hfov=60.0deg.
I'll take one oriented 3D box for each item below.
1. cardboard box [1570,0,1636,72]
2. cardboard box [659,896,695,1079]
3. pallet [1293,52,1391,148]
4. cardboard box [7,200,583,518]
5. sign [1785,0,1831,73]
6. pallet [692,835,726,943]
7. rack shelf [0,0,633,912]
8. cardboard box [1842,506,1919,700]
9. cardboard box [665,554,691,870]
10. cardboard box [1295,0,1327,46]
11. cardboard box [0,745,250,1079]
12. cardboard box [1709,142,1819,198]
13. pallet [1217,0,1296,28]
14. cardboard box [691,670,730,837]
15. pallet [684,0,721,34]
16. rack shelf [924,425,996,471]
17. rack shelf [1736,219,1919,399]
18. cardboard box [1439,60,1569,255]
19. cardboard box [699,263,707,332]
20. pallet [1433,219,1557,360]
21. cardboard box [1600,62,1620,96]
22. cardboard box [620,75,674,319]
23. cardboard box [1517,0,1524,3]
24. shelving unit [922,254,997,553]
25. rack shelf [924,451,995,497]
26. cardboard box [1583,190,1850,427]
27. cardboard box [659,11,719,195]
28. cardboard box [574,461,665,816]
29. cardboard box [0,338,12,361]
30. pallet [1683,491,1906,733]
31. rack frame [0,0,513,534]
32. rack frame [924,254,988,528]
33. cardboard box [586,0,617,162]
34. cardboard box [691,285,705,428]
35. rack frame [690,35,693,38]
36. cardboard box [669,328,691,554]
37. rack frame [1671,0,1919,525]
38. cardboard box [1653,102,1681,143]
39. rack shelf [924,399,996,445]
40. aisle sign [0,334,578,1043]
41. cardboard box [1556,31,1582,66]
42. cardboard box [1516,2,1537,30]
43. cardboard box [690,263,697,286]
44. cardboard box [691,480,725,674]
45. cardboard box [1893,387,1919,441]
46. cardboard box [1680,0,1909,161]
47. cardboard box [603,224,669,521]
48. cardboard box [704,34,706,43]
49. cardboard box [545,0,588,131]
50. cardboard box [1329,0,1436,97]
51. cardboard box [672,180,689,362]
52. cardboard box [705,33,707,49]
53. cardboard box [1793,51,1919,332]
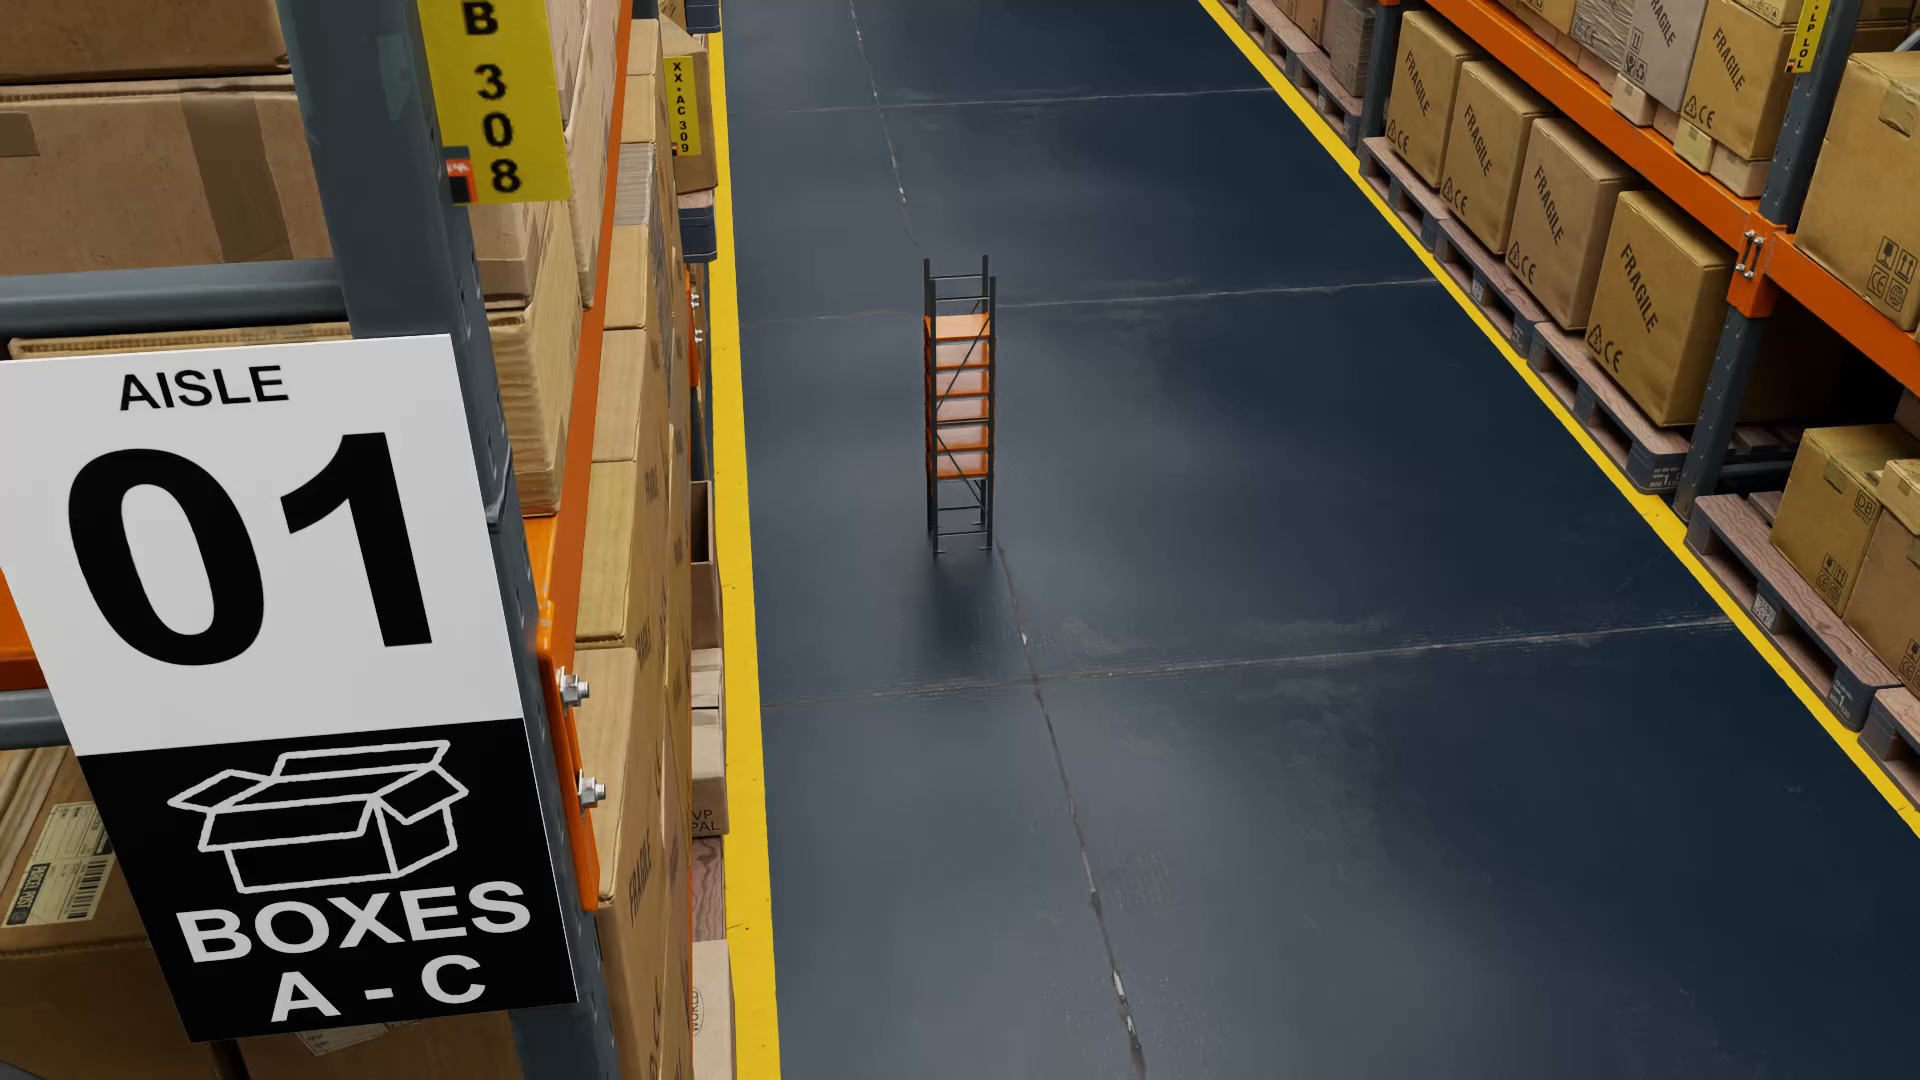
[{"bbox_3d":[3.021,-2.349,7.163,0.500,0.500,0.500,-4,35,-6],"label":"cardboard box"},{"bbox_3d":[-0.698,0.927,2.637,0.500,0.500,0.500,-4,34,-5],"label":"cardboard box"},{"bbox_3d":[2.829,-2.889,10.802,1.003,0.211,1.213,-4,35,-6],"label":"pallet"},{"bbox_3d":[-0.717,-0.247,1.919,0.500,0.250,0.500,-4,35,-6],"label":"cardboard box"},{"bbox_3d":[2.934,-1.772,5.729,0.100,0.325,0.005,-4,35,-6],"label":"sign"},{"bbox_3d":[-1.179,1.222,4.769,1.003,0.211,1.213,-4,35,-6],"label":"pallet"},{"bbox_3d":[-1.168,-0.822,3.268,1.077,0.370,4.000,-4,35,-6],"label":"rack shelf"},{"bbox_3d":[3.534,0.192,5.651,0.700,0.500,0.500,-5,35,-7],"label":"cardboard box"},{"bbox_3d":[-0.837,0.360,3.470,0.500,0.500,0.500,-4,35,-7],"label":"cardboard box"},{"bbox_3d":[2.735,-3.723,11.379,0.700,0.500,0.500,-5,35,-7],"label":"cardboard box"},{"bbox_3d":[-1.232,0.554,2.296,0.500,0.500,0.500,-5,35,-7],"label":"cardboard box"},{"bbox_3d":[3.145,-1.445,6.412,0.380,0.149,0.250,-4,34,-6],"label":"cardboard box"},{"bbox_3d":[2.501,-4.251,12.800,1.003,0.211,1.213,-4,35,-6],"label":"pallet"},{"bbox_3d":[-0.979,0.648,5.132,0.500,0.311,0.500,-4,35,-6],"label":"cardboard box"},{"bbox_3d":[-1.815,-2.776,8.330,1.213,0.211,1.003,-4,35,-6],"label":"pallet"},{"bbox_3d":[-0.002,-0.368,6.517,0.258,0.103,0.180,-4,35,-6],"label":"rack shelf"},{"bbox_3d":[3.740,0.040,4.666,1.077,0.370,4.000,-4,35,-6],"label":"rack shelf"},{"bbox_3d":[3.013,-1.981,8.529,0.750,0.750,0.750,-5,35,-7],"label":"cardboard box"},{"bbox_3d":[-1.471,-1.291,7.811,0.500,0.500,0.500,-6,35,-8],"label":"cardboard box"},{"bbox_3d":[3.125,-1.328,8.511,1.003,0.211,1.213,-4,35,-6],"label":"pallet"},{"bbox_3d":[3.036,-2.016,7.250,0.380,0.149,0.250,-4,35,-6],"label":"cardboard box"},{"bbox_3d":[-1.041,-0.902,4.433,0.500,0.500,0.500,-5,35,-7],"label":"cardboard box"},{"bbox_3d":[2.871,-2.917,7.997,0.500,0.500,0.500,-5,35,-7],"label":"cardboard box"},{"bbox_3d":[-0.002,-0.504,6.424,0.258,1.200,0.189,-4,35,-6],"label":"shelving unit"},{"bbox_3d":[-0.002,-0.269,6.584,0.258,0.103,0.180,-4,35,-6],"label":"rack shelf"},{"bbox_3d":[3.255,-1.011,7.106,0.750,0.750,0.750,-4,34,-6],"label":"cardboard box"},{"bbox_3d":[-1.279,-1.492,5.814,0.700,0.500,0.500,-16,37,-22],"label":"cardboard box"},{"bbox_3d":[-0.776,0.223,2.782,0.500,0.500,0.500,-4,34,-6],"label":"cardboard box"},{"bbox_3d":[-1.230,-0.208,1.861,0.500,0.250,0.500,-4,35,-6],"label":"cardboard box"},{"bbox_3d":[3.496,0.209,6.255,1.003,0.211,1.213,-4,35,-6],"label":"pallet"},{"bbox_3d":[-0.899,-1.243,0.583,1.000,3.000,0.127,-4,35,-6],"label":"rack frame"},{"bbox_3d":[-0.014,-0.555,6.499,0.240,1.200,0.006,-4,35,-6],"label":"rack frame"},{"bbox_3d":[-0.840,-0.806,2.739,0.500,0.250,0.500,-4,35,-6],"label":"cardboard box"},{"bbox_3d":[-1.344,-0.730,6.986,0.500,0.500,0.500,-4,34,-6],"label":"cardboard box"},{"bbox_3d":[-1.975,-3.228,8.823,1.000,3.000,0.127,-4,35,-6],"label":"rack frame"},{"bbox_3d":[-0.974,-0.204,4.296,0.500,0.500,0.500,-4,34,-5],"label":"cardboard box"},{"bbox_3d":[3.471,-1.373,6.101,1.000,3.000,0.127,-4,35,-6],"label":"rack frame"},{"bbox_3d":[3.097,-1.732,6.833,0.380,0.149,0.250,-3,34,-5],"label":"cardboard box"},{"bbox_3d":[-0.002,-0.467,6.449,0.258,0.103,0.180,-4,35,-6],"label":"rack shelf"},{"bbox_3d":[-0.599,0.178,1.517,0.394,0.787,0.004,-4,35,-6],"label":"aisle sign"},{"bbox_3d":[2.993,-2.306,7.676,0.380,0.149,0.250,-3,34,-5],"label":"cardboard box"},{"bbox_3d":[2.948,-2.593,8.096,0.380,0.149,0.250,-4,34,-6],"label":"cardboard box"},{"bbox_3d":[-1.395,-1.301,7.159,0.500,0.250,0.500,-4,35,-6],"label":"cardboard box"},{"bbox_3d":[-1.080,0.152,5.693,0.500,0.500,0.500,-4,35,-6],"label":"cardboard box"},{"bbox_3d":[3.647,-0.453,6.021,0.380,0.149,0.250,-5,35,-7],"label":"cardboard box"},{"bbox_3d":[3.159,-1.784,6.334,0.500,0.500,0.500,-5,35,-7],"label":"cardboard box"},{"bbox_3d":[-0.907,-0.340,3.608,0.500,0.500,0.500,-5,35,-7],"label":"cardboard box"},{"bbox_3d":[-1.900,-3.389,10.630,0.500,0.311,0.500,-5,35,-8],"label":"cardboard box"},{"bbox_3d":[-0.771,-0.734,2.189,0.500,0.250,0.500,-4,35,-6],"label":"cardboard box"},{"bbox_3d":[2.784,-3.152,10.540,0.700,0.500,0.500,-4,34,-6],"label":"cardboard box"},{"bbox_3d":[-1.116,-0.778,5.139,0.500,0.500,0.500,-4,34,-6],"label":"cardboard box"},{"bbox_3d":[-1.968,-3.436,11.197,0.500,0.250,0.500,-4,34,-5],"label":"cardboard box"},{"bbox_3d":[3.528,-1.193,5.571,0.980,0.700,0.700,-4,34,-6],"label":"cardboard box"}]
